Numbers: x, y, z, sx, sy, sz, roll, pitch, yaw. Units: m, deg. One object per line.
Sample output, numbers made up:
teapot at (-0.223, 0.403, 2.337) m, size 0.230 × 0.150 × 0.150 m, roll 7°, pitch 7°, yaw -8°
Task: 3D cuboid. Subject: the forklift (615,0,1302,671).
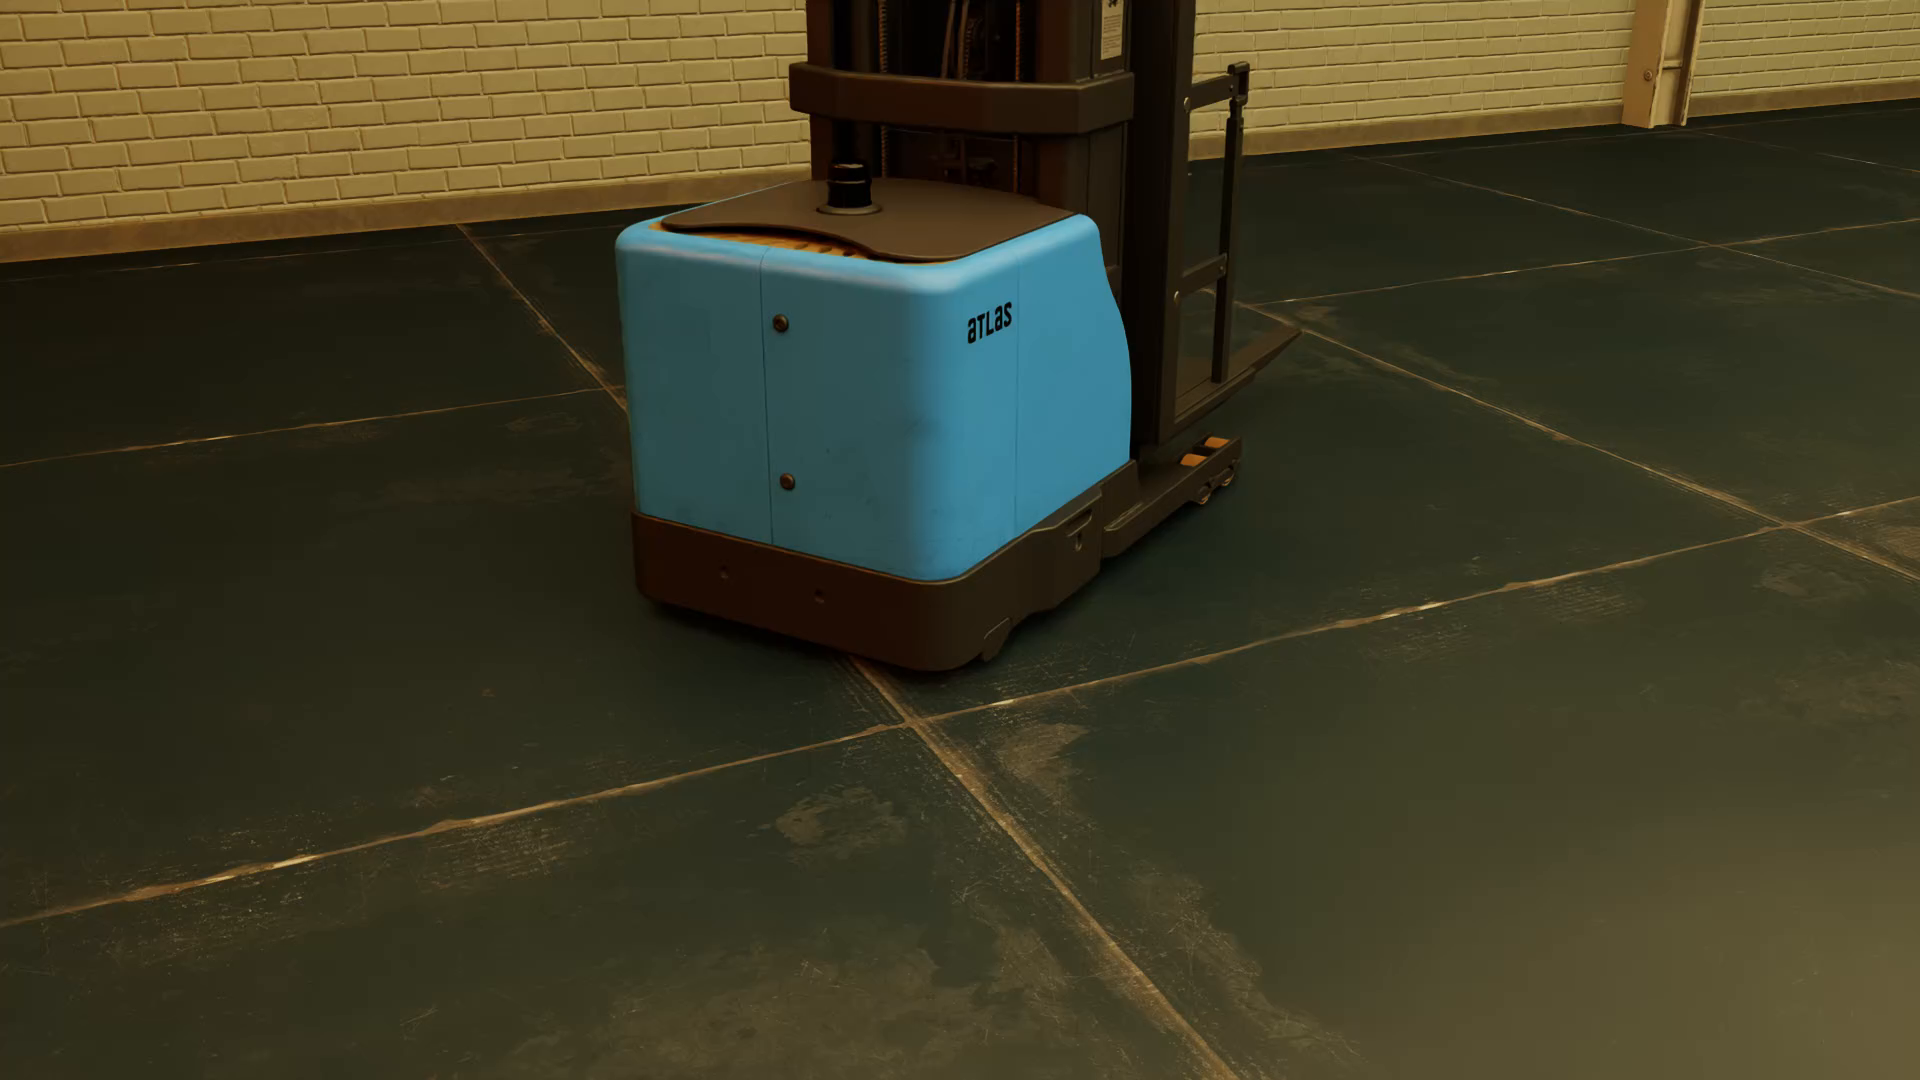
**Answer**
forklift at (0.285, -1.547, 5.010) m, size 1.130 × 2.935 × 3.031 m, roll 13°, pitch 26°, yaw 28°
